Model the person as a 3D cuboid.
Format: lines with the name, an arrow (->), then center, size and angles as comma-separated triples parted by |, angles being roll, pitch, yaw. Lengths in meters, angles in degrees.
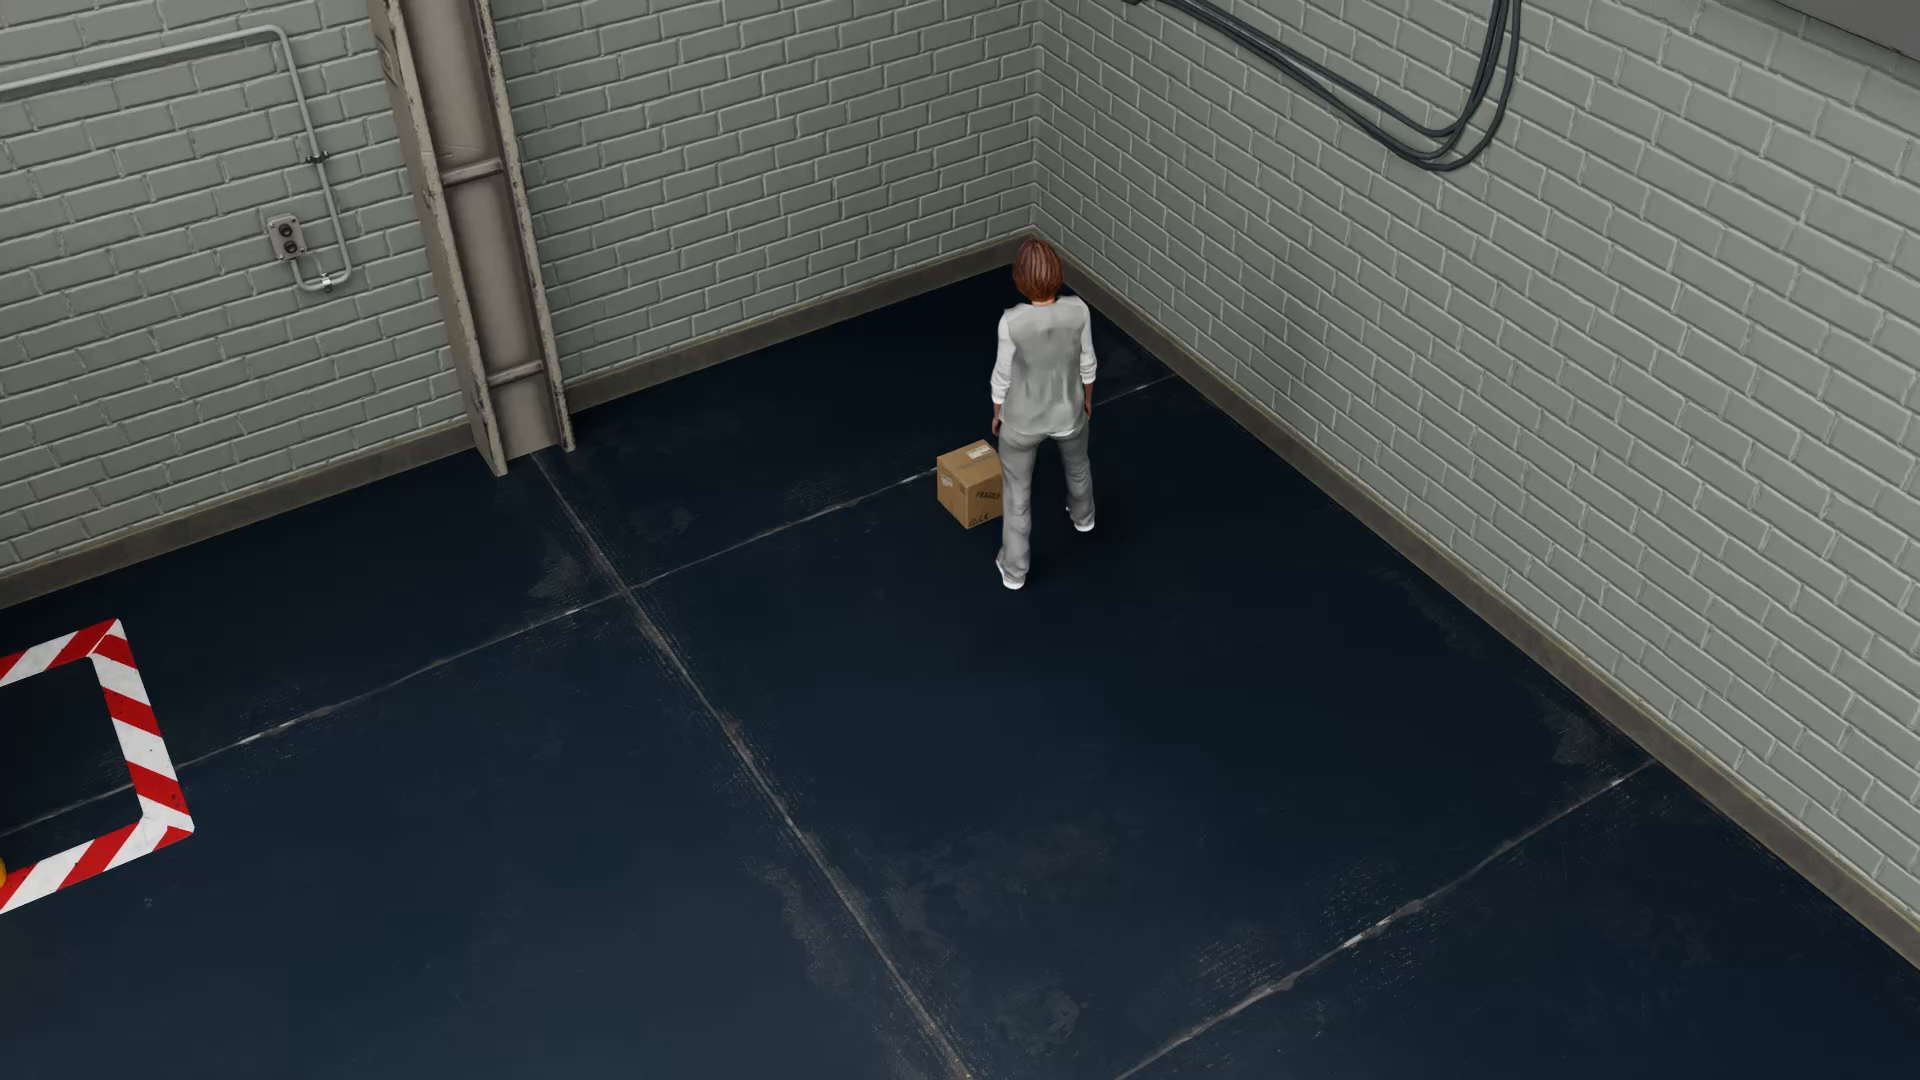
person -> 0.361, -0.560, 6.796 | 0.537, 1.584, 0.552 | -9, 42, -11
